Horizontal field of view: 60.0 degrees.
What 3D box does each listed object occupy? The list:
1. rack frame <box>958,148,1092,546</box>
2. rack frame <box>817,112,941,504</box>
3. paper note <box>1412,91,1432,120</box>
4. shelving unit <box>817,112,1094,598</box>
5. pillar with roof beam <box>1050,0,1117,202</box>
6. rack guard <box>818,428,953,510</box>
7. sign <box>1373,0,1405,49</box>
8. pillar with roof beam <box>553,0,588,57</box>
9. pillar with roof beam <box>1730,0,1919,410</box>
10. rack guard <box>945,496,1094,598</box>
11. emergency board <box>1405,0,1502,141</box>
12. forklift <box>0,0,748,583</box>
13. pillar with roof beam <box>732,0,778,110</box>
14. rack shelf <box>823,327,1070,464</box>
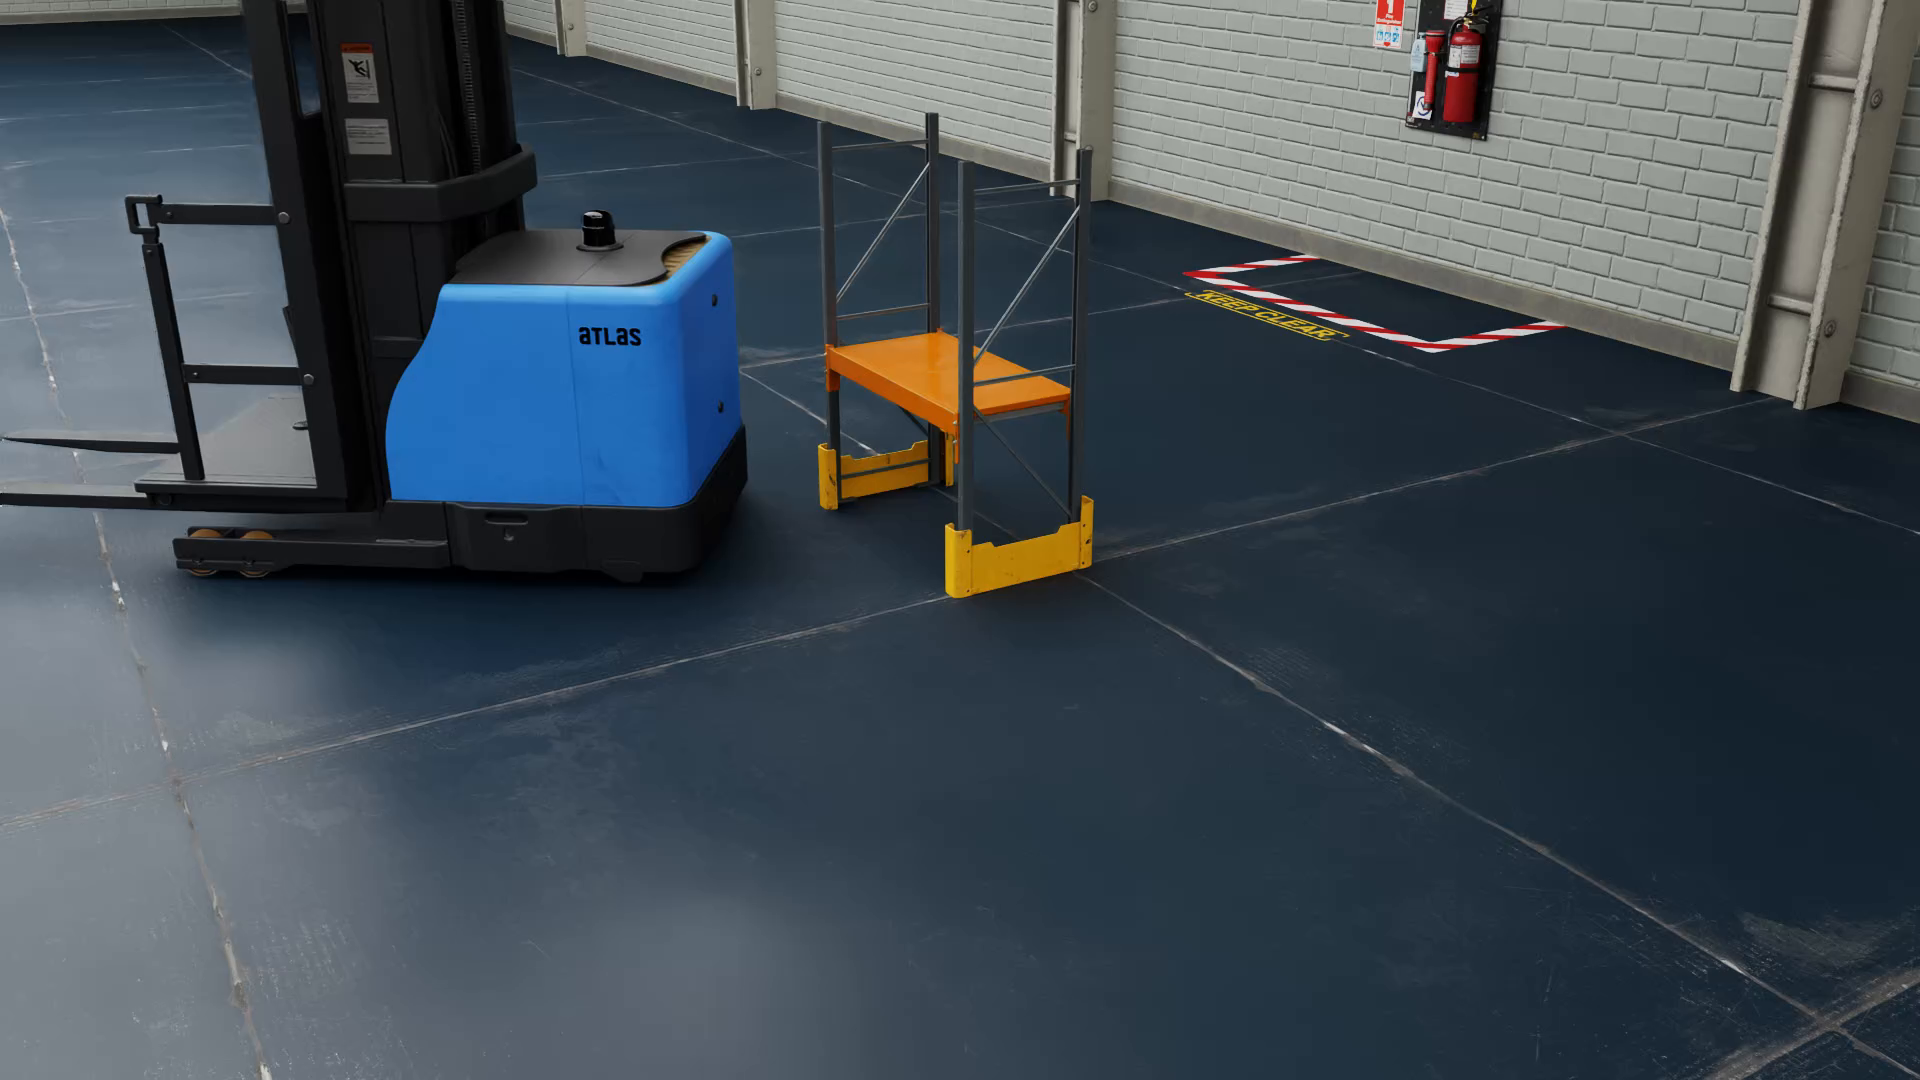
[{"bbox_3d":[0.216,-0.558,5.692,0.500,1.500,0.032,-13,25,-28],"label":"rack frame"},{"bbox_3d":[-0.303,-0.887,6.502,0.500,1.500,0.032,-13,25,-28],"label":"rack frame"},{"bbox_3d":[2.730,-2.563,9.802,0.016,0.148,0.142,-13,25,-28],"label":"paper note"},{"bbox_3d":[-0.039,-0.719,6.090,0.587,1.500,1.083,-13,25,-28],"label":"shelving unit"},{"bbox_3d":[-2.775,-5.986,9.088,9.100,9.000,0.400,-13,25,-28],"label":"pillar with roof beam"},{"bbox_3d":[-0.293,-0.302,6.722,0.587,0.250,0.087,-13,25,-28],"label":"rack guard"},{"bbox_3d":[2.568,-3.115,9.945,0.001,0.329,0.234,-13,25,-28],"label":"sign"},{"bbox_3d":[-8.905,-9.871,18.645,9.100,9.000,0.400,-13,25,-28],"label":"pillar with roof beam"},{"bbox_3d":[0.290,-4.044,4.310,9.100,9.000,0.400,-13,25,-28],"label":"pillar with roof beam"},{"bbox_3d":[0.215,0.021,5.928,0.587,0.250,0.087,-13,25,-28],"label":"rack guard"},{"bbox_3d":[2.762,-2.900,9.463,0.194,1.169,0.643,-13,25,-28],"label":"emergency board"},{"bbox_3d":[-2.401,-1.417,5.904,3.031,2.935,1.130,2,22,4],"label":"forklift"},{"bbox_3d":[-5.840,-7.928,13.867,9.100,9.000,0.400,-13,25,-28],"label":"pillar with roof beam"},{"bbox_3d":[-0.044,-0.556,6.165,0.538,0.185,1.000,-13,25,-28],"label":"rack shelf"}]
